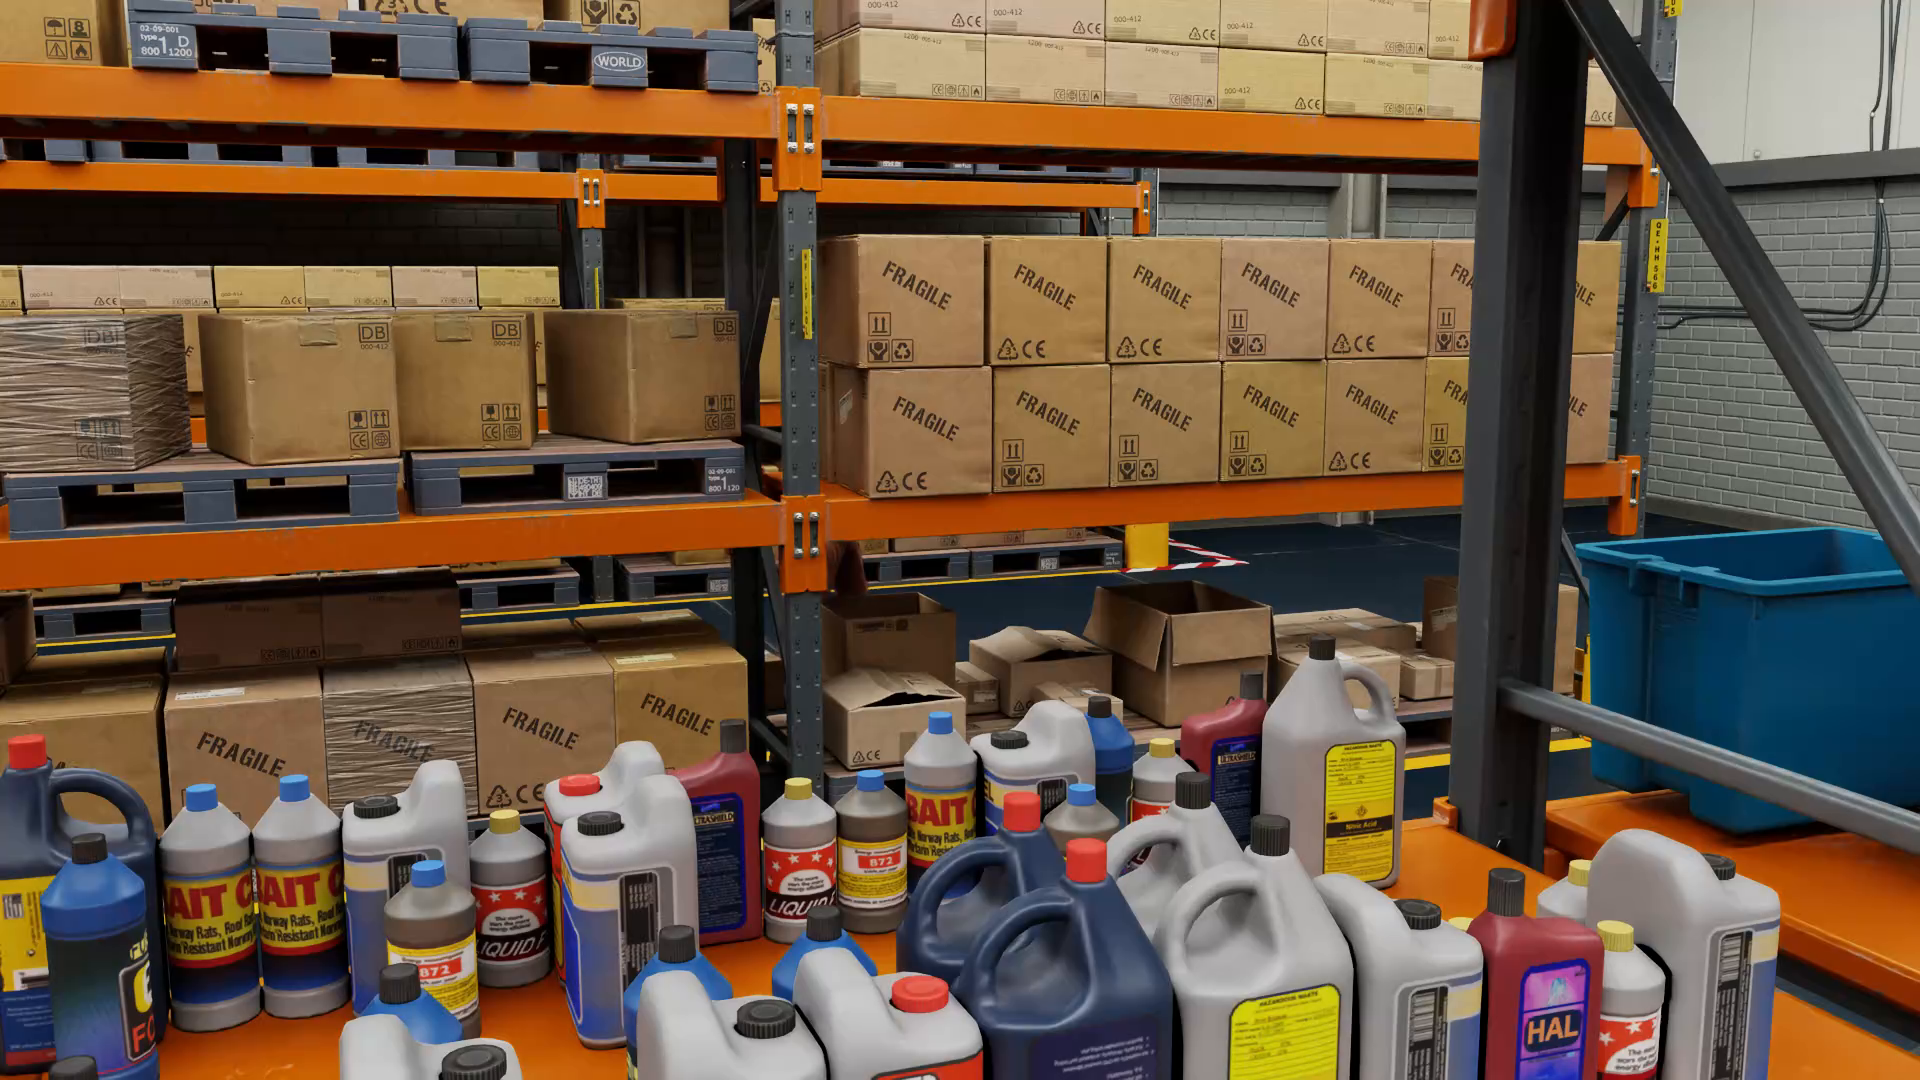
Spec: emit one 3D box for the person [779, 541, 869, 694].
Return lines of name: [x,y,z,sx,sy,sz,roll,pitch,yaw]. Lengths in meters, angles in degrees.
person: [-0.672,-0.015,8.481,0.568,1.666,0.477,1,9,6]
